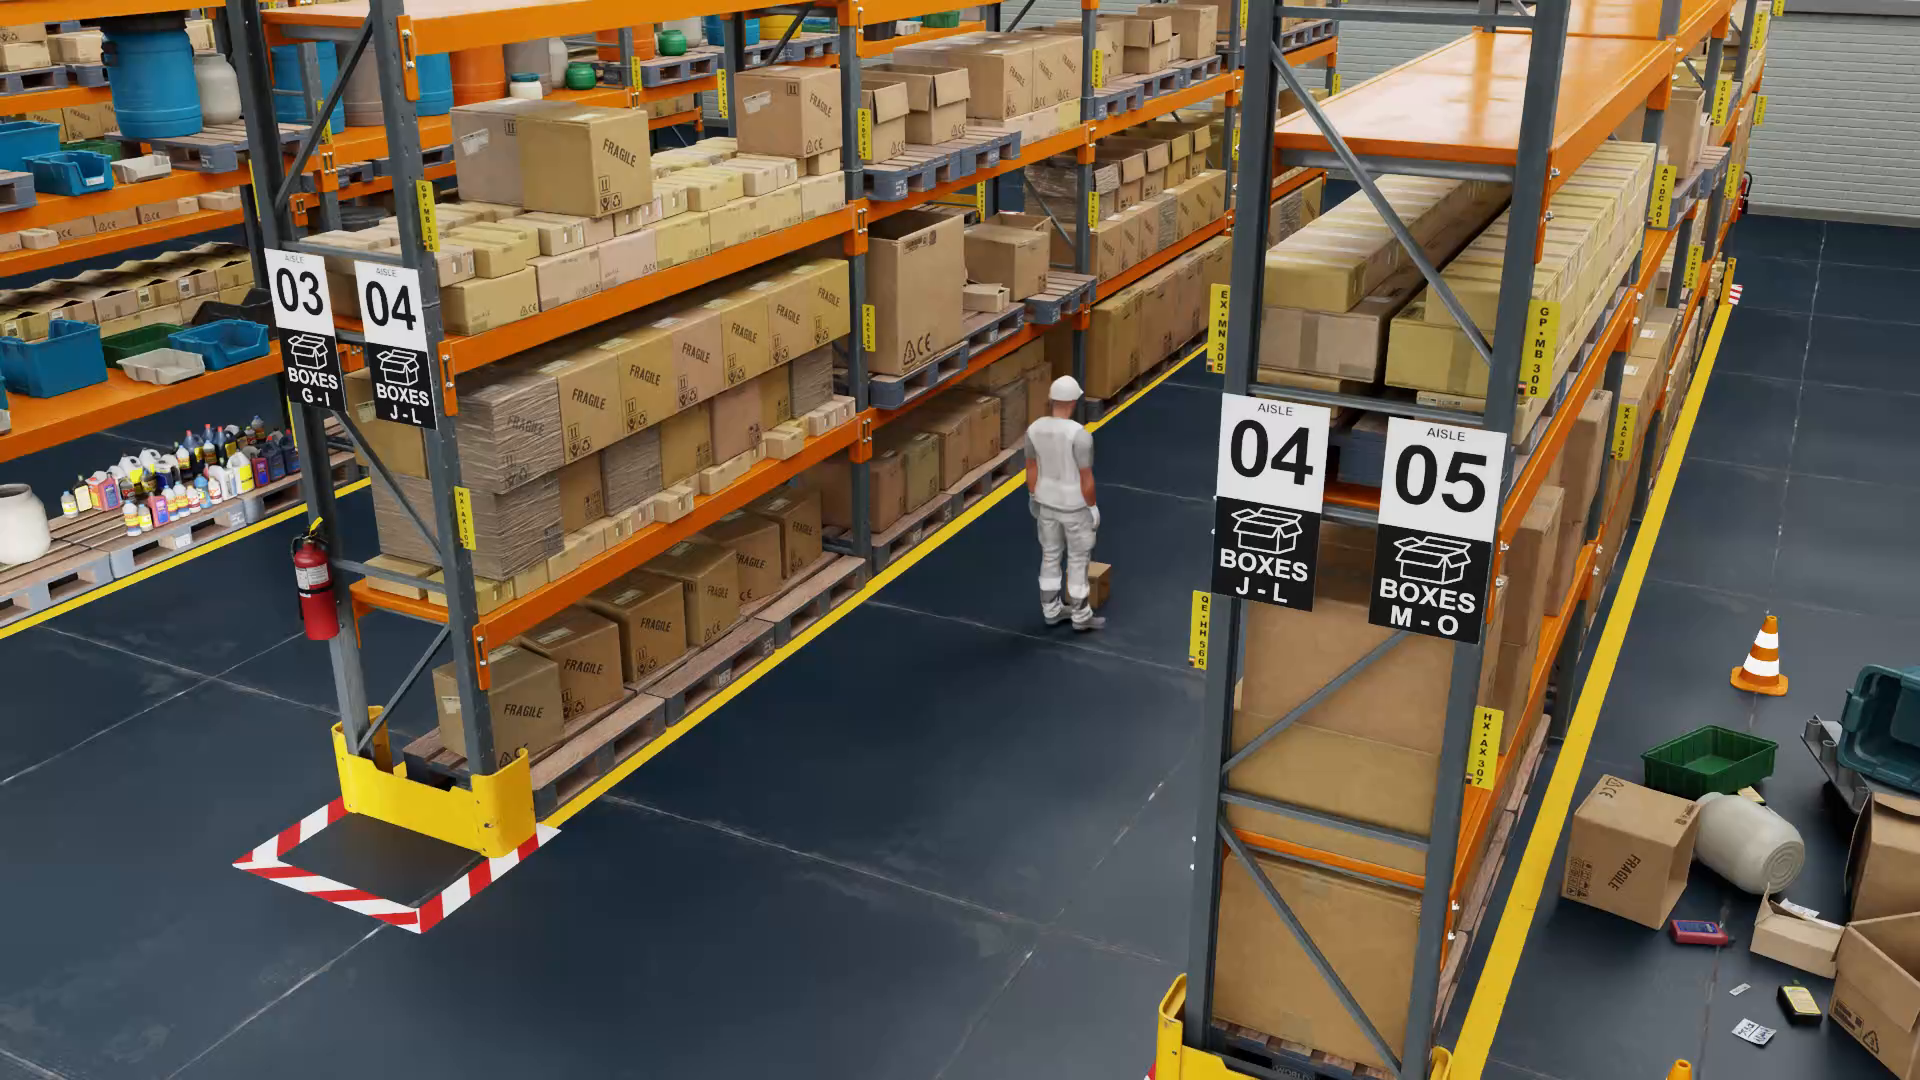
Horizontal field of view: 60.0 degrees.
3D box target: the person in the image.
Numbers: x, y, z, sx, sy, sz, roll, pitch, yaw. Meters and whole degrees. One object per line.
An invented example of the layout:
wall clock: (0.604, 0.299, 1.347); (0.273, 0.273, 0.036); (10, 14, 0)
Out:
person: (0.723, -0.242, 11.300); (0.558, 1.817, 0.424); (16, 27, 34)
